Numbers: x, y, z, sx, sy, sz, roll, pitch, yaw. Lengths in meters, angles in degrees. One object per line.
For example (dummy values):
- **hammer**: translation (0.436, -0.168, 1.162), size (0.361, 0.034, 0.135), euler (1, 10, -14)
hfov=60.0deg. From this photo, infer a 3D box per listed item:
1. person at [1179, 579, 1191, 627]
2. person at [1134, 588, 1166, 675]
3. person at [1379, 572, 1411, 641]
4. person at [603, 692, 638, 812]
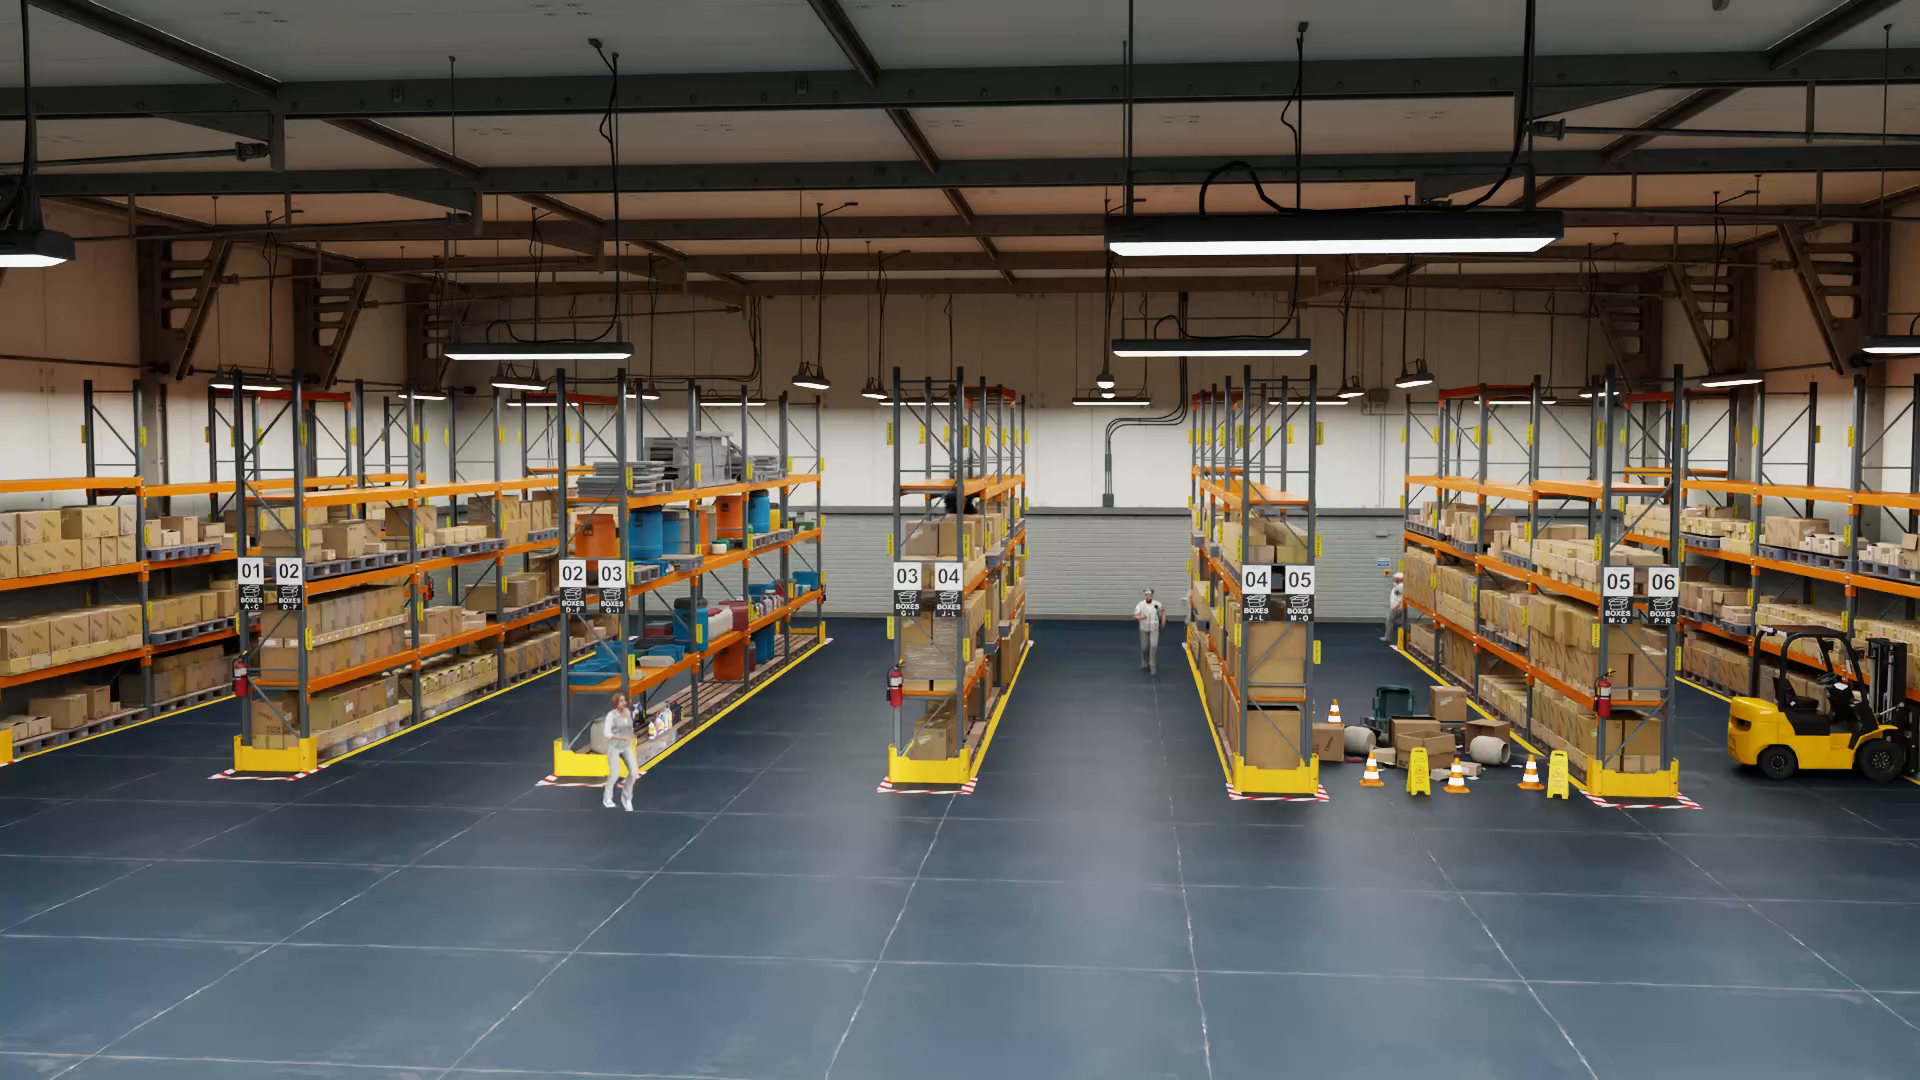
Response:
- **person**: translation (5.631, 1.673, 40.384), size (0.561, 1.650, 0.632), euler (-1, 4, -15)
- **person**: translation (4.028, 1.924, 35.346), size (0.669, 1.782, 0.942), euler (0, 4, 7)
- **person**: translation (10.631, 1.622, 40.392), size (0.907, 1.730, 0.714), euler (1, 4, 21)
- **person**: translation (-4.514, 2.955, 22.177), size (0.682, 1.404, 0.562), euler (3, 5, 44)
